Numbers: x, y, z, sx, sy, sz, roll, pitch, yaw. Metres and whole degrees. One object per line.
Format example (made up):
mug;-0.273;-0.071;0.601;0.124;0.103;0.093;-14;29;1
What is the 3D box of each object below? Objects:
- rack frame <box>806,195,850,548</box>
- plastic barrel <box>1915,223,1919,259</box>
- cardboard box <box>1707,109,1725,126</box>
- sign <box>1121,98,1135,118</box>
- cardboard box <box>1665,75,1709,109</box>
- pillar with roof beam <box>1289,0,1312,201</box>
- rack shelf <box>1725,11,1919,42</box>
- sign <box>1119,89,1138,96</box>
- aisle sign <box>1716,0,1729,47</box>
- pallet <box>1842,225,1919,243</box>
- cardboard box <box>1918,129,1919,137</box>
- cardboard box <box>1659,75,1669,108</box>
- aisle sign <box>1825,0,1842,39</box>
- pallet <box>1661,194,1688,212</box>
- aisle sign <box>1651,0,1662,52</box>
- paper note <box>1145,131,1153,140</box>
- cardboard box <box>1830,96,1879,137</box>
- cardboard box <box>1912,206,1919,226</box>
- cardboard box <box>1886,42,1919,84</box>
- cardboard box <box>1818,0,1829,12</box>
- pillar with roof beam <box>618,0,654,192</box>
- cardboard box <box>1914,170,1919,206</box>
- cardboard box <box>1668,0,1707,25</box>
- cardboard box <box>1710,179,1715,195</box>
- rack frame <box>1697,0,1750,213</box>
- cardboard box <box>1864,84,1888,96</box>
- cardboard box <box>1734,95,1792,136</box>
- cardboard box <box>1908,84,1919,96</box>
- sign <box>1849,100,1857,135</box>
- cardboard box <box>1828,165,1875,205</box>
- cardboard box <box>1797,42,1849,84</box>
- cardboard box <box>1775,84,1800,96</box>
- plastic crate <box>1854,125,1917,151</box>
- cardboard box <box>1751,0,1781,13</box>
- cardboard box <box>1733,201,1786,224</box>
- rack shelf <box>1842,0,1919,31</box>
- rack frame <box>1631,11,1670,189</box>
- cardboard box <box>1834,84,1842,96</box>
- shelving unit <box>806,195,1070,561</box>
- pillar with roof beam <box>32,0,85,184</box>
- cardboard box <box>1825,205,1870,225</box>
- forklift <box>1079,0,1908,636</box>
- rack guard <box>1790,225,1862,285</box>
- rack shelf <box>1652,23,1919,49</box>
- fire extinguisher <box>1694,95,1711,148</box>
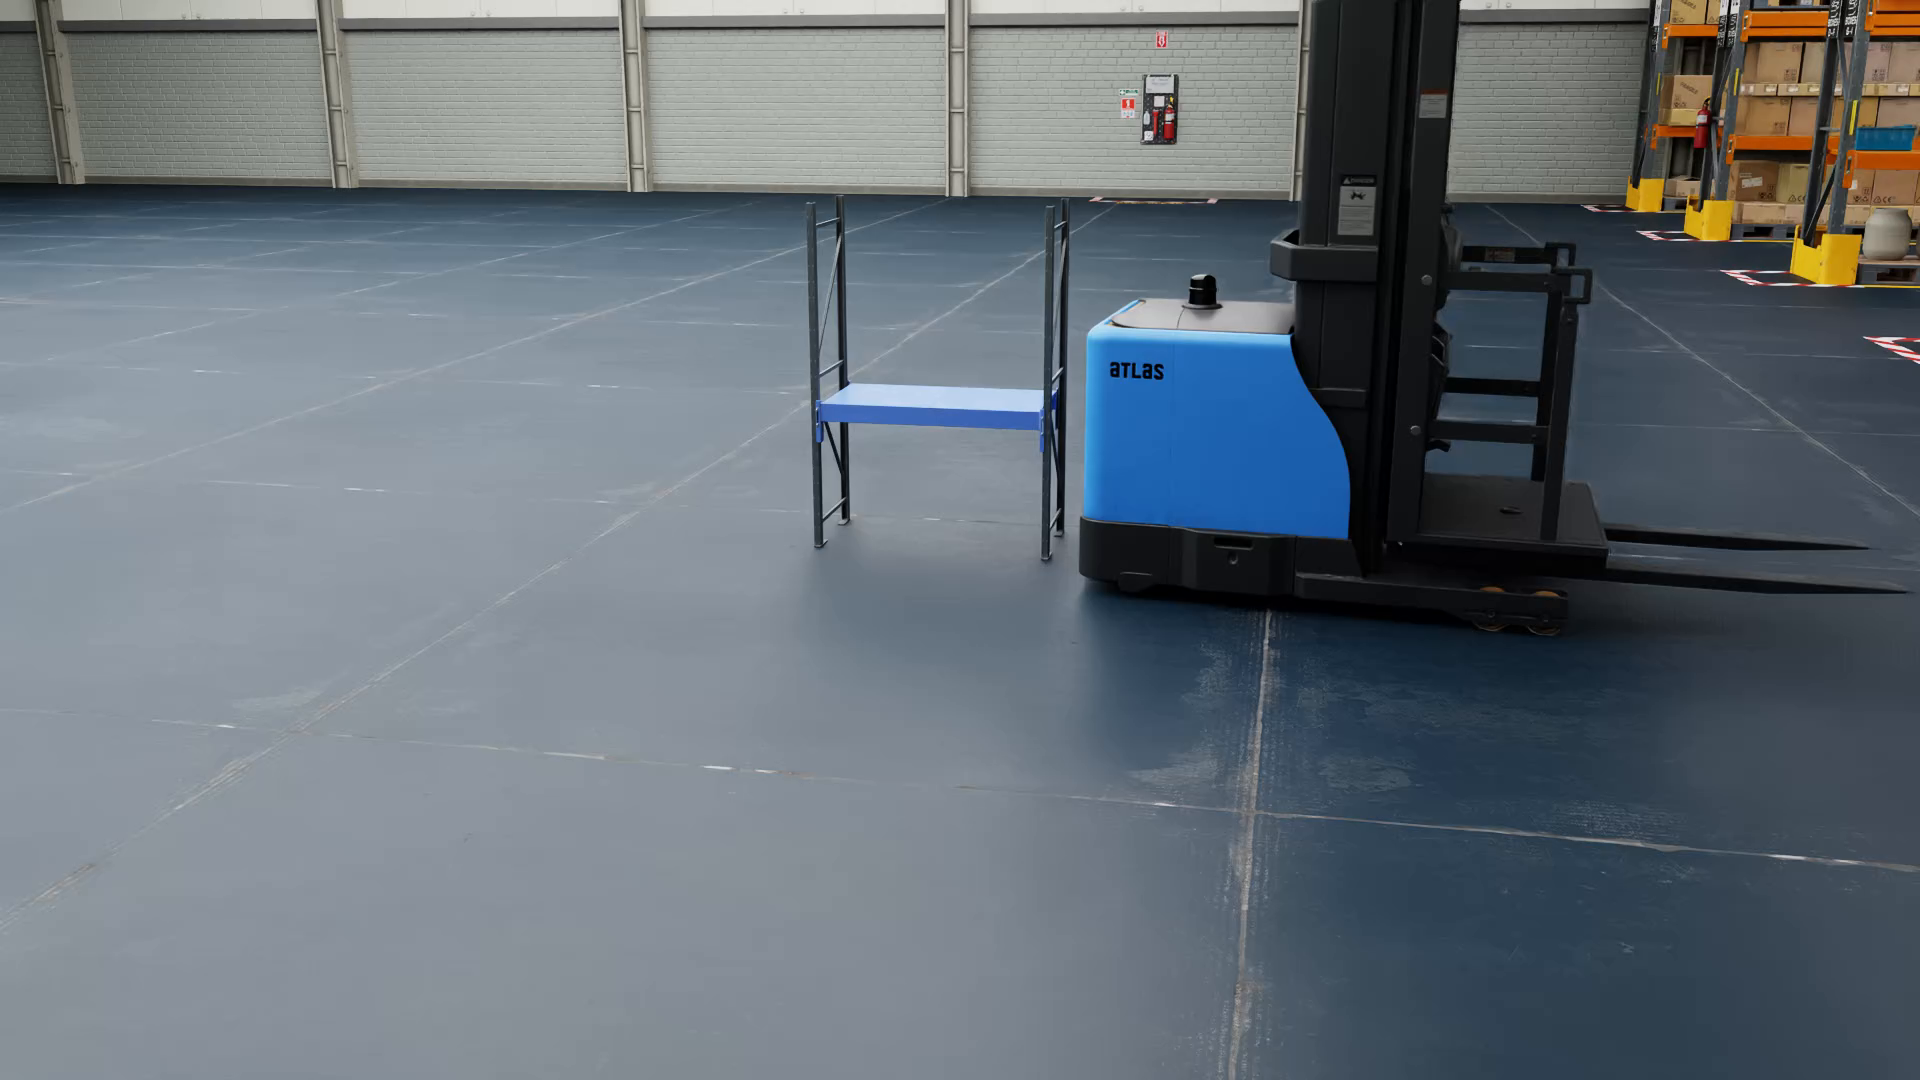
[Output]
rack frame;-0.582;-0.754;7.406;0.032;1.500;0.500;3;16;11
plastic barrel;10.046;-3.125;17.029;0.421;0.512;0.421;0;15;0
cardboard box;11.795;-6.560;25.797;0.500;0.250;0.500;3;16;9
sign;2.912;-7.478;28.804;0.234;0.329;0.001;3;16;11
cardboard box;11.277;-6.950;25.802;0.500;0.500;0.500;3;16;11
pillar with roof beam;4.990;-9.028;23.228;0.400;9.000;9.100;3;16;11
rack shelf;11.845;-6.452;20.893;4.000;0.370;1.077;3;16;11
sign;2.915;-7.731;28.724;0.331;0.109;0.001;3;16;11
aisle sign;9.880;-6.792;21.524;0.004;0.787;0.394;3;16;11
pallet;11.835;-4.020;21.610;1.213;0.211;1.003;3;16;11
cardboard box;12.360;-5.371;21.074;0.500;0.500;0.700;3;16;12
cardboard box;11.373;-7.085;26.287;0.500;0.500;0.500;3;16;10
aisle sign;8.883;-5.498;16.851;0.004;0.787;0.394;3;16;11
pallet;11.732;-5.355;26.428;1.213;0.211;1.003;3;16;11
aisle sign;10.739;-7.933;25.643;0.004;0.787;0.394;3;16;11
paper note;3.274;-7.008;28.822;0.142;0.148;0.016;3;16;11
cardboard box;11.341;-5.425;21.269;0.500;0.500;0.700;3;16;11
cardboard box;12.326;-4.143;21.194;0.500;0.250;0.500;3;16;11
cardboard box;11.894;-6.022;20.995;0.500;0.500;0.700;3;16;11
cardboard box;13.201;-8.058;25.119;0.500;0.500;0.500;2;16;9
pillar with roof beam;-6.770;-9.667;25.533;0.400;9.000;9.100;3;16;11
cardboard box;12.329;-4.508;21.106;0.500;0.500;0.500;3;16;11
cardboard box;11.147;-8.175;25.543;0.500;0.500;0.500;4;16;13
cardboard box;12.088;-5.581;26.233;0.500;0.311;0.500;4;16;16
rack frame;9.885;-5.459;21.581;0.127;3.000;1.000;3;16;11
cardboard box;11.489;-5.675;20.957;0.250;0.149;0.380;3;16;10
cardboard box;10.340;-5.479;21.466;0.500;0.500;0.700;3;16;11
cardboard box;11.991;-5.647;20.856;0.250;0.149;0.380;4;16;13
sign;8.781;-4.153;16.348;0.005;0.325;0.100;3;16;11
cardboard box;11.349;-4.562;21.301;0.500;0.500;0.500;3;16;11
cardboard box;10.909;-6.075;21.187;0.500;0.500;0.700;3;16;10
cardboard box;10.486;-5.729;21.154;0.250;0.149;0.380;3;16;10
plastic crate;9.445;-4.144;17.110;0.616;0.251;0.499;3;16;11
cardboard box;12.176;-8.111;25.310;0.500;0.500;0.500;4;16;14
cardboard box;10.367;-4.250;21.579;0.500;0.250;0.500;3;16;11
rack shelf;10.855;-5.156;16.215;4.000;0.370;1.077;3;16;11
rack frame;10.869;-6.755;26.260;0.127;3.000;1.000;3;16;11
cardboard box;10.977;-5.702;21.054;0.250;0.149;0.380;3;16;10
shelving unit;-0.084;-0.727;7.308;1.048;1.500;0.538;3;16;11
pillar with roof beam;-18.529;-10.305;27.837;0.400;9.000;9.100;3;16;11
cardboard box;11.347;-4.197;21.390;0.500;0.250;0.500;3;16;11
forklift;2.058;-1.212;6.379;3.031;2.935;1.130;5;16;16
rack guard;8.978;-2.967;17.267;0.348;0.500;1.175;3;16;11
rack shelf;12.829;-7.748;25.571;4.000;0.370;1.077;3;16;11
fire extinguisher;9.862;-5.550;22.053;0.183;0.674;0.296;3;16;11
